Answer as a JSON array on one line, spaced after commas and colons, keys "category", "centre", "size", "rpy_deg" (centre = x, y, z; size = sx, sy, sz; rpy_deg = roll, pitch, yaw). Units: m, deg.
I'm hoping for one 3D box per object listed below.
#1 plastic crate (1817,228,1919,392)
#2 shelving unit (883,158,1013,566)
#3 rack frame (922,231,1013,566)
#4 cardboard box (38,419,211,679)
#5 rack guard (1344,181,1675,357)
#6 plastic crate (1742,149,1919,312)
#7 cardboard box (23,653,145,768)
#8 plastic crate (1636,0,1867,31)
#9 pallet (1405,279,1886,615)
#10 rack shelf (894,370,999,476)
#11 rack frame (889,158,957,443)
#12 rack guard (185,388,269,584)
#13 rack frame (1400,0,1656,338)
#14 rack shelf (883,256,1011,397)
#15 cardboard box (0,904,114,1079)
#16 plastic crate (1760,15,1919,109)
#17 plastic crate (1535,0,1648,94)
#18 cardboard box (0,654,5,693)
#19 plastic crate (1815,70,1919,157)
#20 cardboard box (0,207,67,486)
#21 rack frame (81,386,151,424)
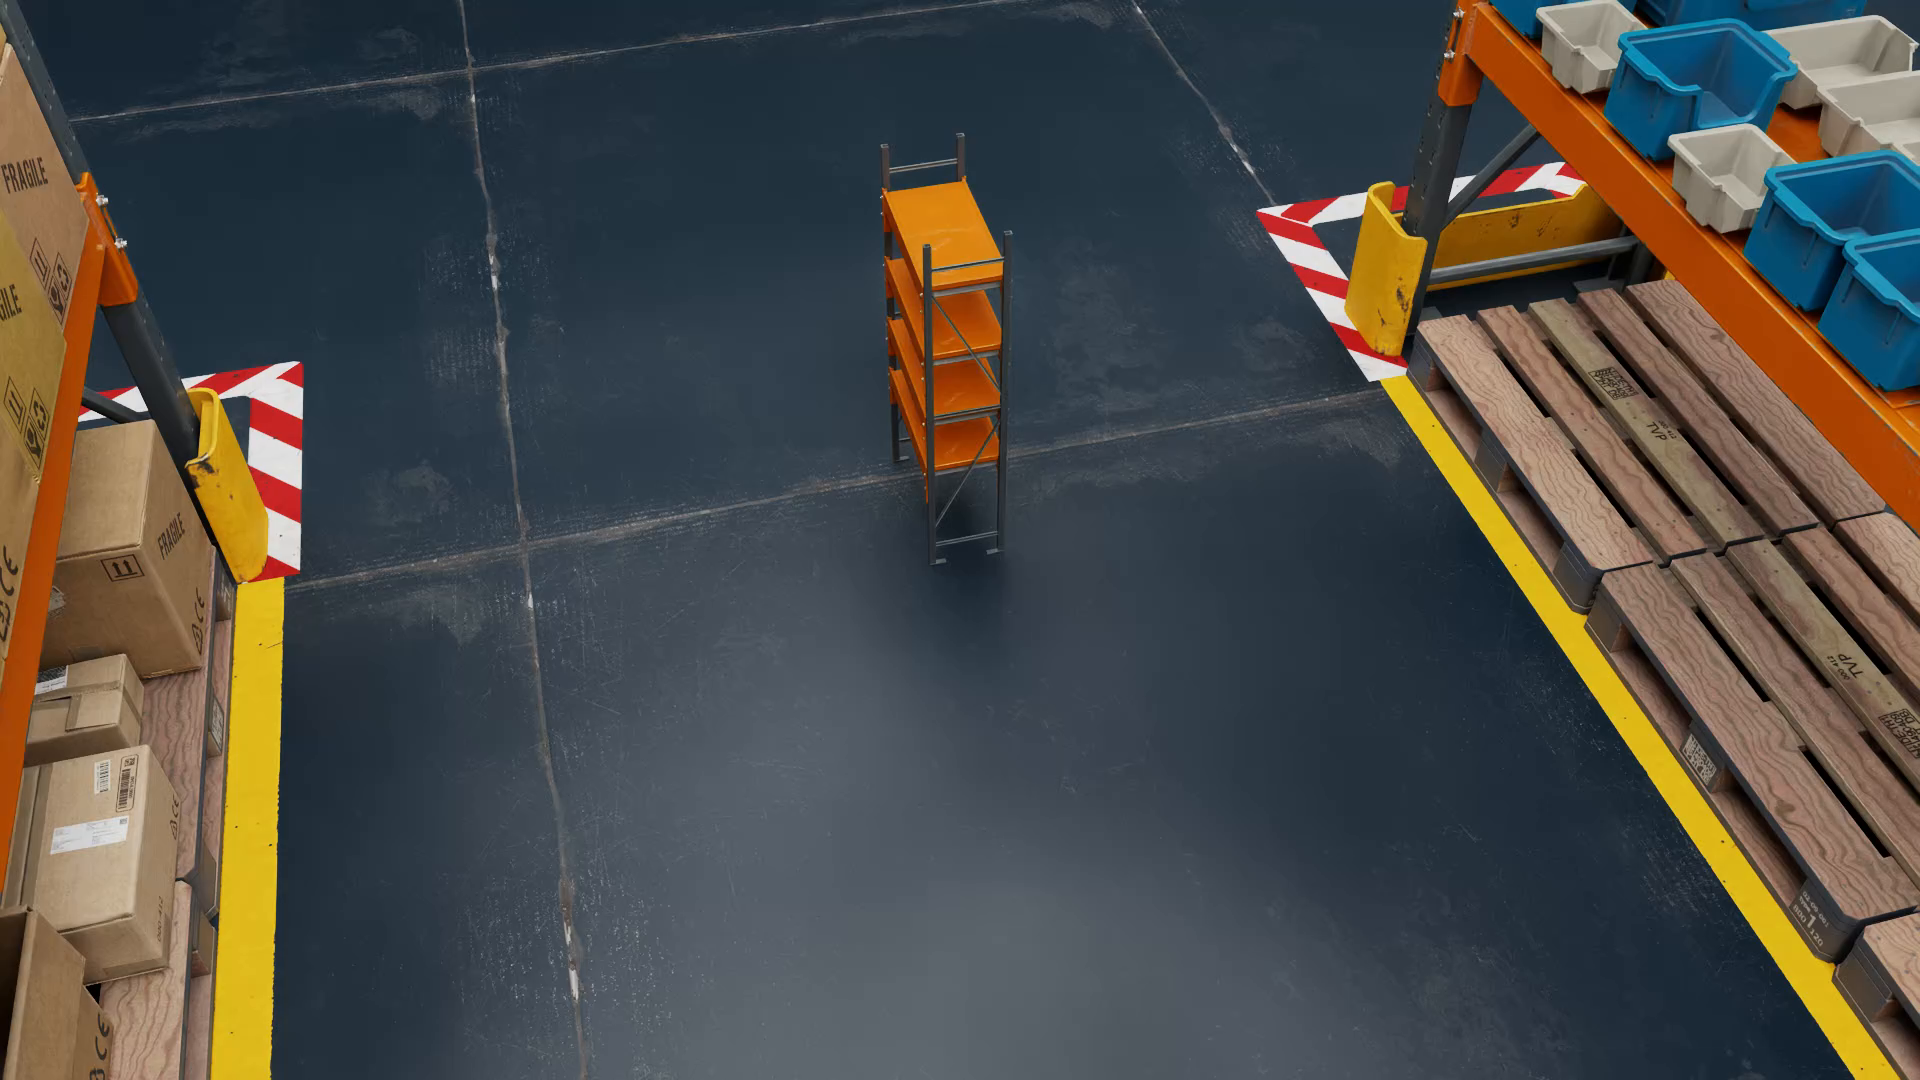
[{"category": "plastic crate", "centre": [2.176, -0.514, 3.729], "size": [0.416, 0.233, 0.300], "rpy_deg": [-11, 47, -10]}, {"category": "shelving unit", "centre": [-0.042, -0.533, 4.932], "size": [0.258, 1.200, 0.499], "rpy_deg": [-11, 47, -10]}, {"category": "rack frame", "centre": [0.020, -0.366, 4.768], "size": [0.240, 1.200, 0.015], "rpy_deg": [-11, 47, -10]}, {"category": "cardboard box", "centre": [-2.395, 0.056, 4.538], "size": [0.500, 0.500, 0.500], "rpy_deg": [-11, 47, -10]}, {"category": "rack guard", "centre": [1.998, -1.038, 5.917], "size": [1.175, 0.500, 0.348], "rpy_deg": [-11, 47, -10]}, {"category": "plastic crate", "centre": [2.099, -0.722, 3.932], "size": [0.416, 0.233, 0.300], "rpy_deg": [-11, 47, -10]}, {"category": "cardboard box", "centre": [-2.378, 0.468, 4.367], "size": [0.380, 0.166, 0.250], "rpy_deg": [-11, 47, -10]}, {"category": "plastic crate", "centre": [2.283, -1.735, 4.784], "size": [0.616, 0.435, 0.499], "rpy_deg": [-11, 47, -10]}, {"category": "pallet", "centre": [2.191, -0.346, 5.442], "size": [1.003, 0.211, 1.213], "rpy_deg": [-11, 47, -10]}, {"category": "rack shelf", "centre": [-0.042, -0.376, 5.095], "size": [0.221, 0.050, 0.457], "rpy_deg": [-11, 47, -10]}, {"category": "rack frame", "centre": [-0.104, -0.703, 5.099], "size": [0.228, 1.046, 0.006], "rpy_deg": [-11, 47, -10]}, {"category": "rack guard", "centre": [-2.753, -0.068, 4.967], "size": [1.175, 0.500, 0.348], "rpy_deg": [-11, 47, -10]}, {"category": "rack frame", "centre": [2.017, -1.899, 5.011], "size": [1.000, 3.000, 0.127], "rpy_deg": [-11, 47, -10]}, {"category": "rack shelf", "centre": [-0.042, -0.644, 4.822], "size": [0.258, 0.148, 0.480], "rpy_deg": [-11, 47, -10]}, {"category": "cardboard box", "centre": [-2.234, 1.189, 3.424], "size": [0.797, 0.503, 0.637], "rpy_deg": [-11, 47, -10]}, {"category": "plastic crate", "centre": [2.401, -1.298, 4.564], "size": [0.396, 0.136, 0.243], "rpy_deg": [-11, 47, -10]}, {"category": "plastic crate", "centre": [1.764, -1.360, 4.626], "size": [0.250, 0.136, 0.298], "rpy_deg": [-11, 47, -10]}, {"category": "cardboard box", "centre": [-2.007, 0.280, 2.806], "size": [0.500, 0.500, 0.500], "rpy_deg": [-11, 47, -11]}, {"category": "plastic crate", "centre": [2.461, -1.095, 4.365], "size": [0.396, 0.136, 0.243], "rpy_deg": [-11, 47, -10]}, {"category": "cardboard box", "centre": [-2.258, -0.414, 3.485], "size": [0.500, 0.500, 0.500], "rpy_deg": [-10, 46, -10]}, {"category": "rack frame", "centre": [-2.775, -0.995, 4.125], "size": [0.949, 2.616, 0.053], "rpy_deg": [-11, 47, -10]}]
